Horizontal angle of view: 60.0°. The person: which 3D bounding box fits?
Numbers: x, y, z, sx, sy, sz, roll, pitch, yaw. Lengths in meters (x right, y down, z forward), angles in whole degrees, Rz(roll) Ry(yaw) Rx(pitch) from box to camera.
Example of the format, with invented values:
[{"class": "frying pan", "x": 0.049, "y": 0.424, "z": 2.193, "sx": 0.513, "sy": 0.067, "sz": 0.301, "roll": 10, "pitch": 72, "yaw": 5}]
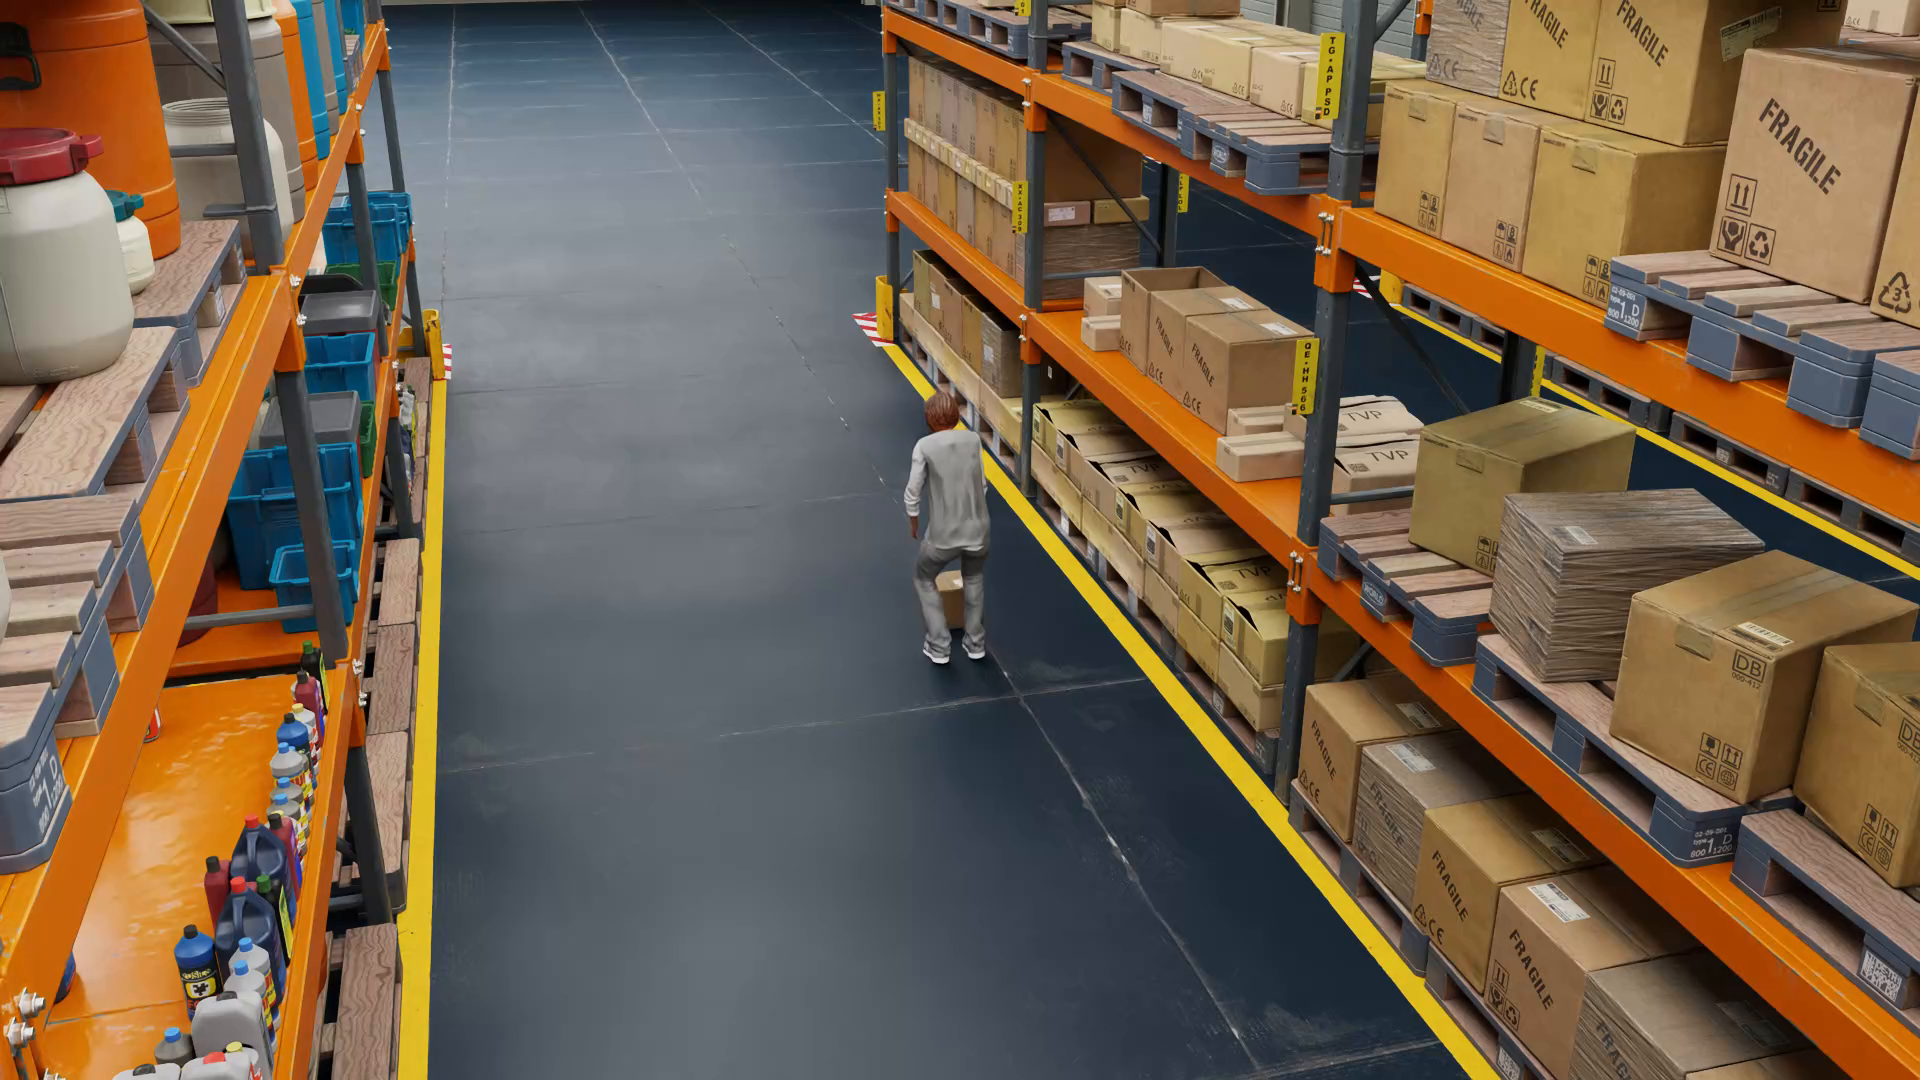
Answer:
[{"class": "person", "x": -0.063, "y": -0.041, "z": 8.887, "sx": 0.451, "sy": 1.464, "sz": 0.518, "roll": -6, "pitch": 24, "yaw": -13}]
